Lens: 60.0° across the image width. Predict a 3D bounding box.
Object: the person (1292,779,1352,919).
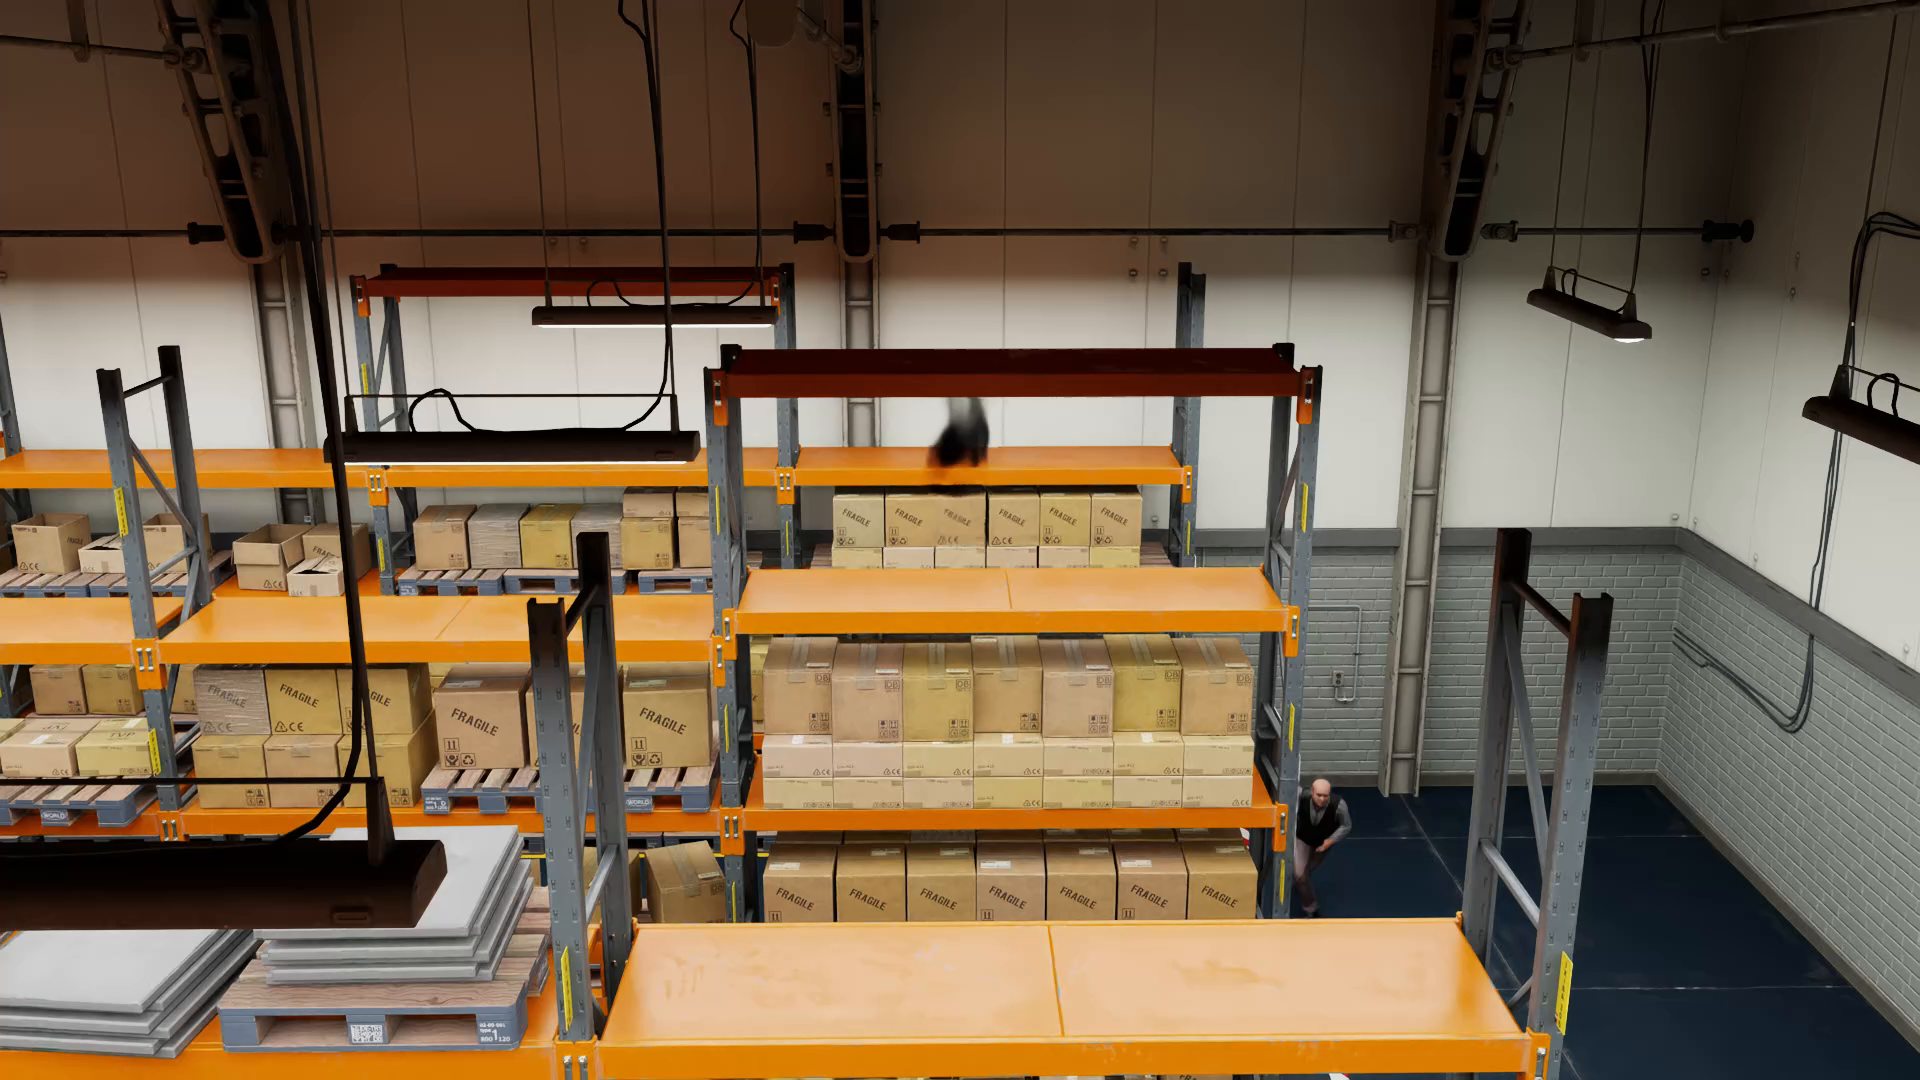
[{"bbox_3d":[3.419,2.858,16.013,0.643,1.560,1.061,3,16,9],"label":"person"}]
